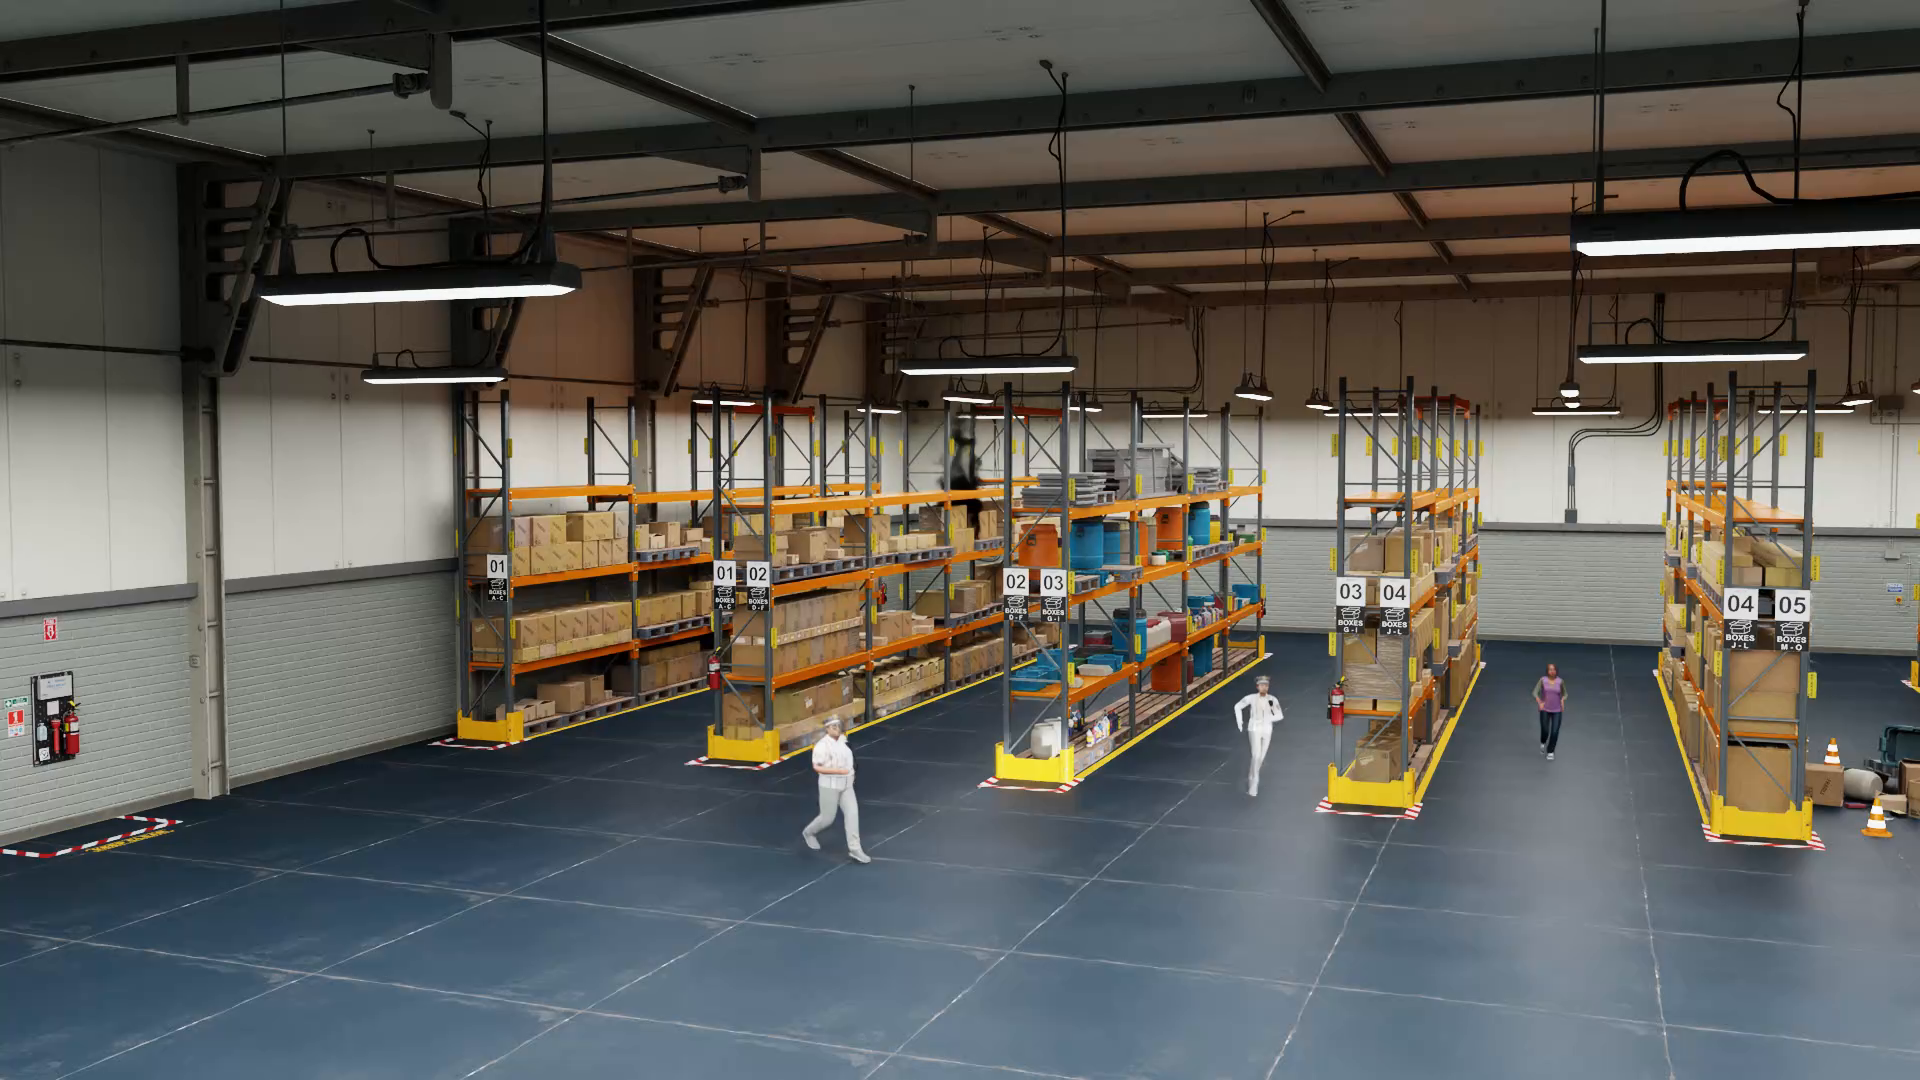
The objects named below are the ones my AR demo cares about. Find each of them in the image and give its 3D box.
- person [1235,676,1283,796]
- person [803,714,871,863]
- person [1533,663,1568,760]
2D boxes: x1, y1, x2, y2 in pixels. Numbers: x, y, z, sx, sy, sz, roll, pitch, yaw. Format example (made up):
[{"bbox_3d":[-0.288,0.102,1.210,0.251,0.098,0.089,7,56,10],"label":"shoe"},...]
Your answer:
[{"bbox_3d":[4.370,2.843,24.226,0.627,1.758,0.614,-1,3,-12],"label":"person"},{"bbox_3d":[-1.499,2.996,20.254,1.032,1.762,0.675,3,4,44],"label":"person"},{"bbox_3d":[9.487,2.753,26.700,0.534,1.552,0.548,1,3,13],"label":"person"}]
